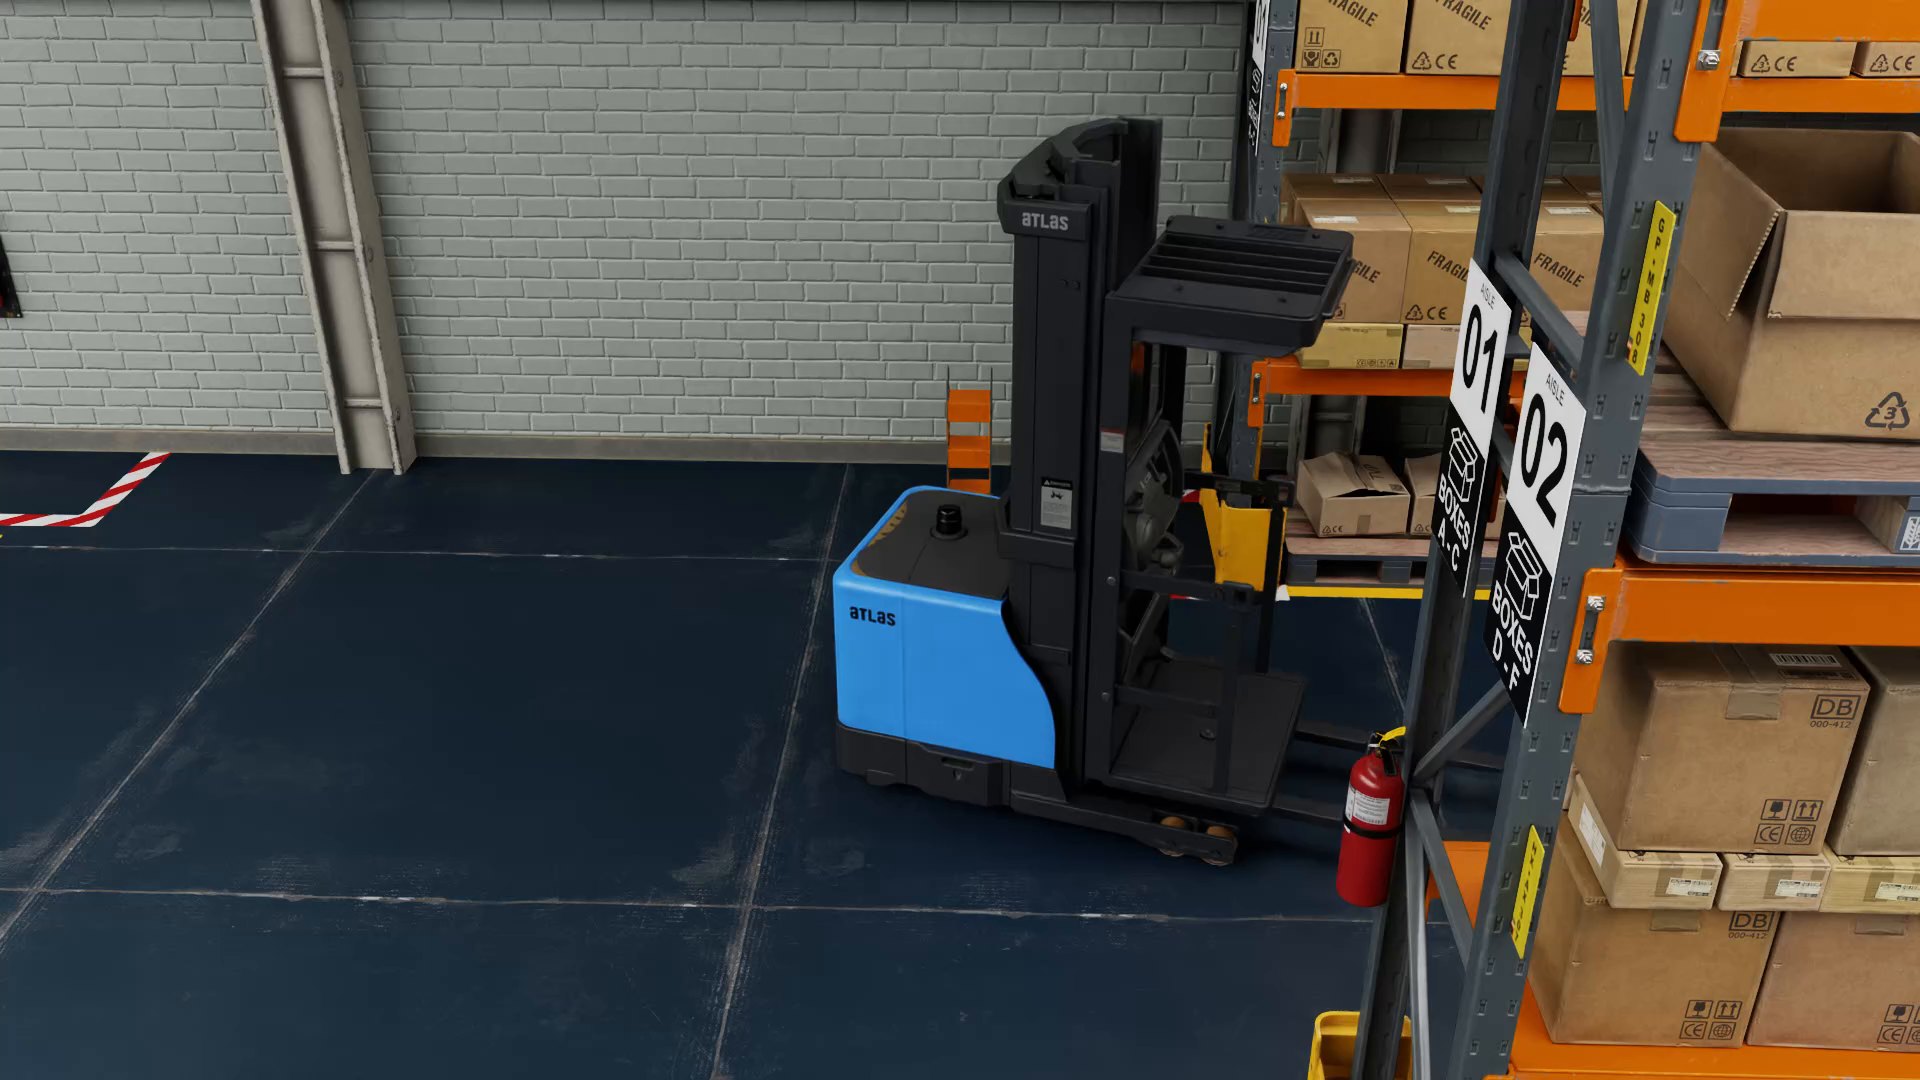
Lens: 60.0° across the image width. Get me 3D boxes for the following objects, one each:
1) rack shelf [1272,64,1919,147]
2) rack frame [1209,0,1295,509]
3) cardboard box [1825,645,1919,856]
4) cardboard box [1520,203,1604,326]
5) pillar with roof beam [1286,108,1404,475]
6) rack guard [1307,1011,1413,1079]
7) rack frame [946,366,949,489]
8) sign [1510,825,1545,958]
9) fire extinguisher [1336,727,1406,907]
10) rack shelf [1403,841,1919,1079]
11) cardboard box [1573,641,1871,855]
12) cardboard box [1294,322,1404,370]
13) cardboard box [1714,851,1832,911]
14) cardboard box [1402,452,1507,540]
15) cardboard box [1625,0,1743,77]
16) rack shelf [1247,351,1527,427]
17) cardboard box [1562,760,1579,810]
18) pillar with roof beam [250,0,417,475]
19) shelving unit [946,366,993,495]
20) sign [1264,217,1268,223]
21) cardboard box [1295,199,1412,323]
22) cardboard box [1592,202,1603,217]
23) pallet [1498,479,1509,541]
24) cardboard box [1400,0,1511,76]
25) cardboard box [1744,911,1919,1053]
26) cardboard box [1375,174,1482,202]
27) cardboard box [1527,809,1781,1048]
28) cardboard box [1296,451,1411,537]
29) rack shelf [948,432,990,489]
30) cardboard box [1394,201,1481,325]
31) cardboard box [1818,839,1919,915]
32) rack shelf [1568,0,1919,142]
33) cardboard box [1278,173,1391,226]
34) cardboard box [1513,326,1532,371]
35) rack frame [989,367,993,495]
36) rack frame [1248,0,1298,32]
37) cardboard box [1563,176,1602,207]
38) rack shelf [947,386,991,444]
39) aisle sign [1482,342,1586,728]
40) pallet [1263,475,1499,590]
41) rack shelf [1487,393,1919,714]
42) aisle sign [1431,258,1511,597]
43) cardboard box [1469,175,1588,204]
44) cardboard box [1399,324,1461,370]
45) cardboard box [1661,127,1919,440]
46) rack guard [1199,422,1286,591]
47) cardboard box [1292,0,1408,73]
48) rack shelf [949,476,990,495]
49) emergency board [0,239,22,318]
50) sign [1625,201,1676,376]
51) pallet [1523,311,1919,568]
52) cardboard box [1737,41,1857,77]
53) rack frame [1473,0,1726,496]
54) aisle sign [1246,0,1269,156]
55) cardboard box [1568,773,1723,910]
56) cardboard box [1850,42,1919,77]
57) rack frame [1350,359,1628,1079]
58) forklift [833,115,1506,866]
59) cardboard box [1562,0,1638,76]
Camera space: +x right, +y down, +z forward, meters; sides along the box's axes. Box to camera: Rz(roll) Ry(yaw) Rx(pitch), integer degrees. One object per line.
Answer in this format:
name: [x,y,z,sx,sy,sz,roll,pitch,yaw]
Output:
rack shelf: [3.544,-2.297,8.445,4.000,0.370,1.077,1,28,2]
rack frame: [1.545,-1.322,9.042,0.127,3.000,1.000,1,28,2]
cardboard box: [2.419,0.400,4.301,0.500,0.500,0.700,0,28,0]
cardboard box: [3.021,-1.423,8.570,0.500,0.500,0.500,0,28,0]
pillar with roof beam: [2.123,-2.351,4.577,0.400,9.000,9.100,1,28,2]
rack guard: [1.350,2.101,5.254,0.348,0.500,1.175,1,28,2]
rack frame: [-0.068,-0.465,9.506,0.008,1.050,0.200,1,28,2]
sign: [1.349,0.839,3.956,0.005,0.325,0.100,1,28,2]
fire extinguisher: [1.272,0.811,5.099,0.183,0.674,0.296,1,28,2]
rack shelf: [3.373,1.347,4.774,4.000,0.370,1.077,1,28,2]
cardboard box: [1.893,0.394,4.313,0.500,0.500,0.700,1,28,2]
cardboard box: [2.022,-1.108,8.776,0.500,0.250,0.500,0,28,0]
cardboard box: [2.023,0.776,4.284,0.250,0.149,0.380,0,28,0]
cardboard box: [2.803,-0.266,9.449,0.500,0.311,0.500,3,28,6]
cardboard box: [3.461,-2.547,8.021,0.500,0.500,0.500,3,28,5]
rack shelf: [3.544,-0.971,9.148,4.000,0.370,1.077,1,28,2]
cardboard box: [1.763,0.583,4.648,0.250,0.149,0.380,0,28,1]
pillar with roof beam: [-3.873,-2.450,4.764,0.400,9.000,9.100,1,28,2]
shelving unit: [0.053,-0.463,9.502,0.252,1.050,0.215,1,28,2]
sign: [1.526,-1.451,8.360,0.005,0.325,0.100,1,28,2]
cardboard box: [2.012,-1.448,8.616,0.500,0.500,0.500,1,28,2]
cardboard box: [3.538,-1.420,8.565,0.500,0.500,0.500,2,28,3]
pallet: [3.648,-0.037,9.595,1.213,0.211,1.003,1,28,2]
cardboard box: [2.406,-2.552,8.031,0.500,0.500,0.500,3,28,5]
cardboard box: [2.365,0.973,4.606,0.500,0.500,0.700,2,28,3]
cardboard box: [2.527,-1.675,9.045,0.500,0.500,0.500,1,28,2]
cardboard box: [1.840,0.966,4.618,0.500,0.500,0.700,1,28,2]
cardboard box: [2.234,-0.275,9.467,0.500,0.311,0.500,-2,28,-4]
rack shelf: [0.053,-0.454,9.507,0.240,0.259,0.215,1,28,2]
cardboard box: [2.505,-1.435,8.592,0.500,0.500,0.500,1,28,2]
cardboard box: [2.272,0.781,4.275,0.250,0.149,0.380,1,28,2]
rack shelf: [3.373,-1.126,3.462,4.000,0.370,1.077,1,28,2]
cardboard box: [2.024,-1.688,9.069,0.500,0.500,0.500,1,28,1]
cardboard box: [3.050,-1.095,8.752,0.500,0.250,0.500,1,28,1]
rack frame: [0.175,-0.461,9.499,0.008,1.050,0.200,1,28,2]
rack frame: [1.545,-3.973,7.636,0.127,3.000,1.000,1,28,2]
cardboard box: [3.547,-1.660,9.017,0.500,0.500,0.500,1,28,2]
rack shelf: [0.053,-0.704,9.374,0.240,0.259,0.215,1,28,2]
aisle sign: [1.298,-0.010,3.790,0.004,0.787,0.394,1,28,2]
pallet: [2.432,-0.059,9.636,1.213,0.211,1.003,1,28,2]
rack shelf: [3.373,0.022,4.071,4.000,0.370,1.077,1,28,2]
aisle sign: [1.319,-0.291,4.320,0.004,0.787,0.394,1,28,2]
cardboard box: [3.043,-1.668,9.033,0.500,0.500,0.500,0,28,0]
cardboard box: [2.541,-1.106,8.773,0.500,0.250,0.500,0,28,0]
cardboard box: [1.948,-0.610,3.788,0.637,0.503,0.797,3,28,5]
rack guard: [1.621,-0.217,9.625,0.348,0.500,1.175,1,28,2]
cardboard box: [1.871,-2.578,8.080,0.500,0.500,0.500,2,28,3]
rack shelf: [0.053,-0.208,9.638,0.240,0.259,0.215,1,28,2]
emergency board: [-6.189,-1.873,10.081,0.643,1.169,0.194,1,28,2]
sign: [1.349,-0.490,3.252,0.005,0.325,0.100,1,28,2]
pallet: [2.080,-0.266,3.941,1.213,0.211,1.003,1,28,2]
cardboard box: [3.969,-2.533,7.995,0.500,0.500,0.500,0,28,0]
rack frame: [1.374,-1.654,3.262,0.127,3.000,1.000,1,28,2]
aisle sign: [1.463,-2.332,8.170,0.004,0.787,0.394,1,28,2]
cardboard box: [1.759,0.773,4.290,0.250,0.149,0.380,1,28,1]
cardboard box: [4.524,-2.541,8.011,0.500,0.500,0.500,-1,28,-3]
rack frame: [1.374,0.997,4.667,0.127,3.000,1.000,1,28,2]
forklift: [1.005,-0.182,6.964,3.031,2.935,1.130,9,29,17]
cardboard box: [2.925,-2.546,8.019,0.500,0.500,0.500,2,28,4]
